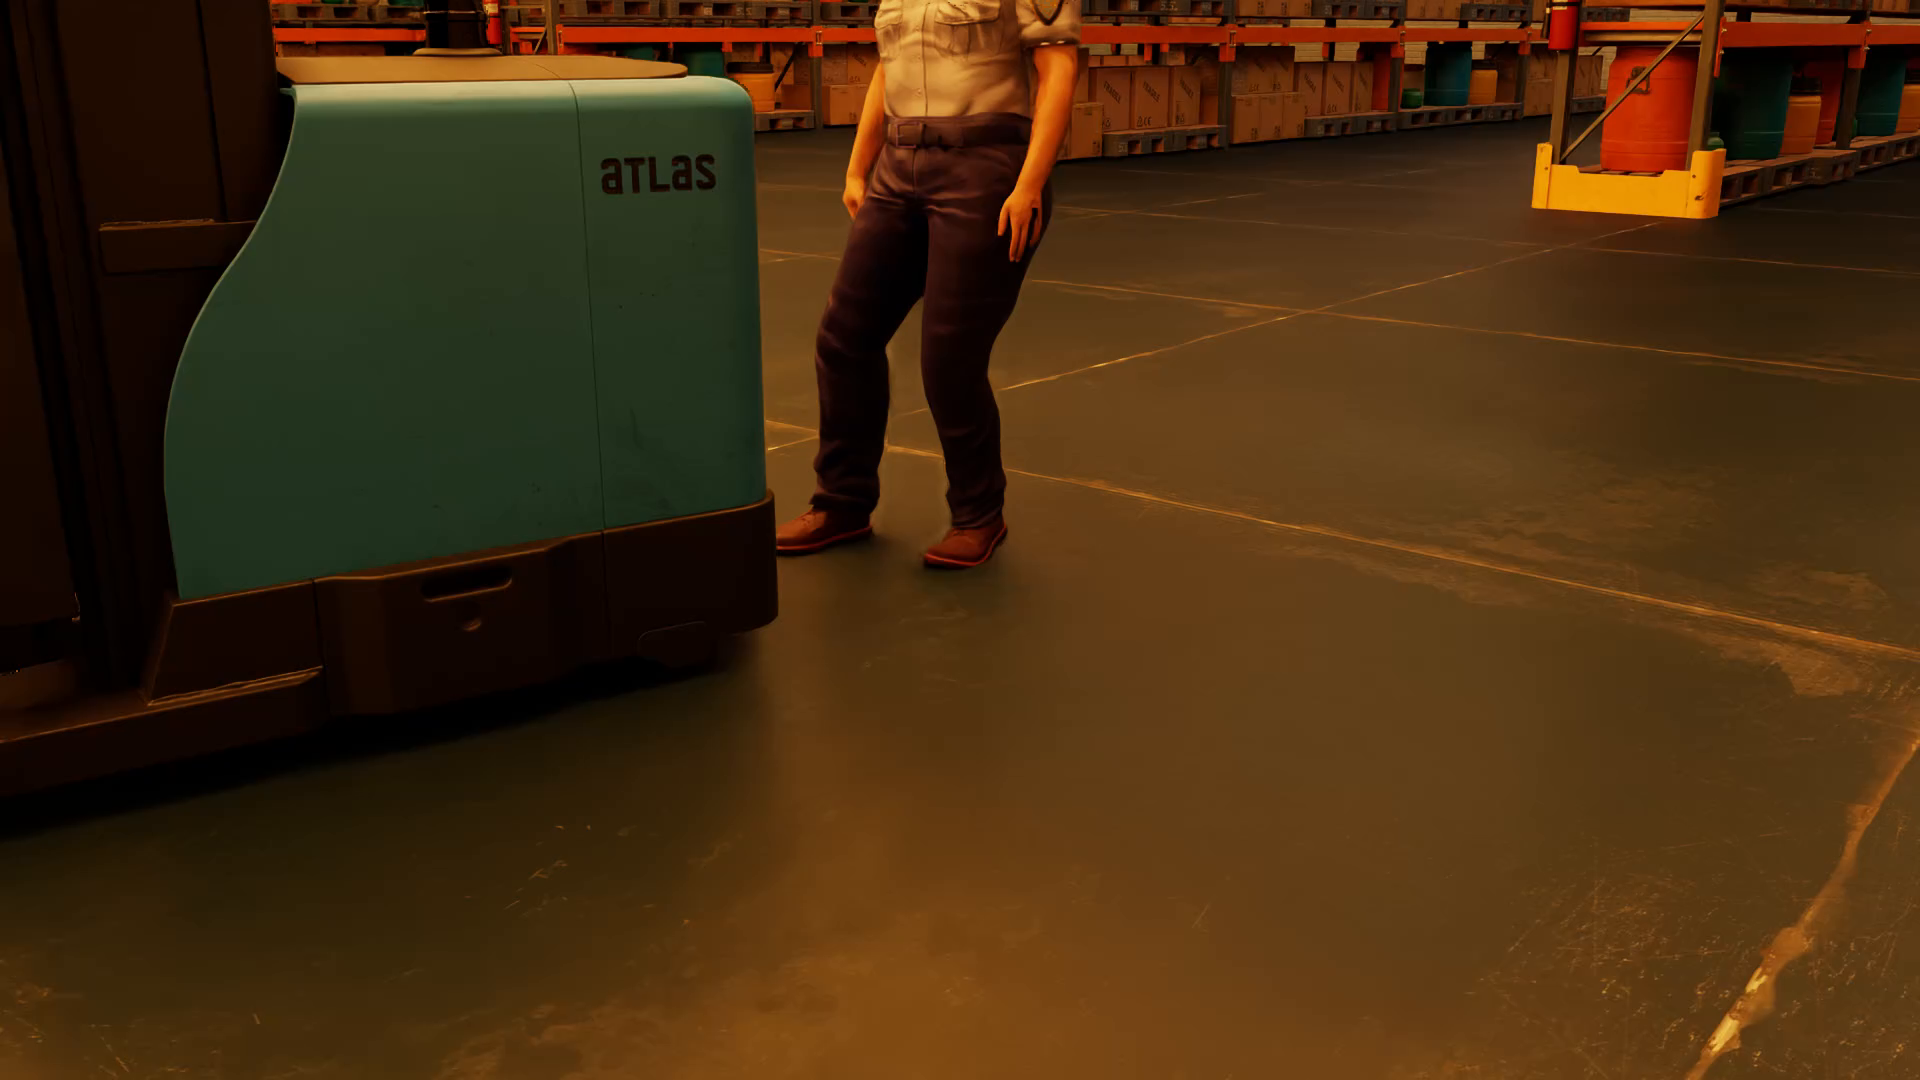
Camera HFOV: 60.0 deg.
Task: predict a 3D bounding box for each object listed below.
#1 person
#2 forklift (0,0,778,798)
[{"bbox_3d":[-0.086,-0.735,3.596,0.630,1.643,0.521,15,23,41],"label":"person"},{"bbox_3d":[-1.862,-1.061,2.393,3.031,2.935,1.130,-11,20,-32],"label":"forklift"}]
